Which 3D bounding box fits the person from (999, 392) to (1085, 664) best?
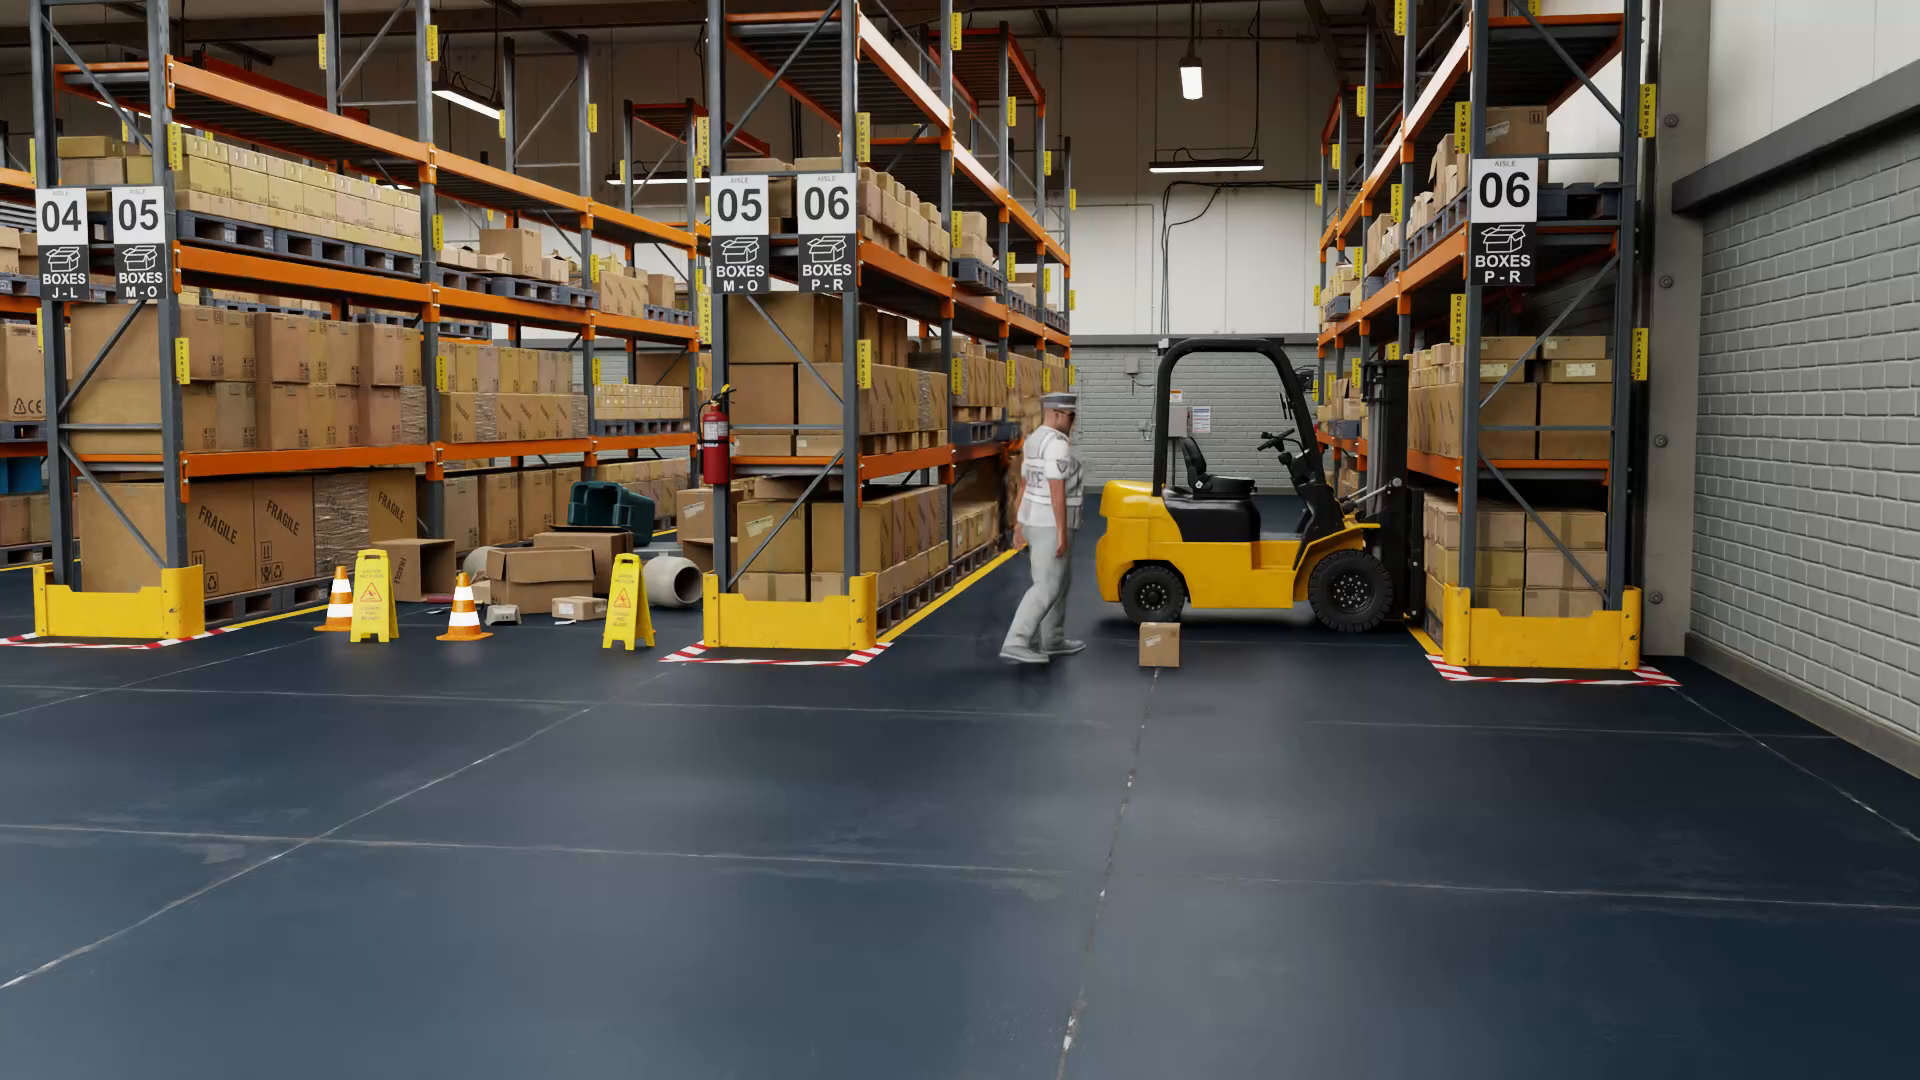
[{"bbox_3d":[0.555,-0.084,10.603,0.718,1.715,0.683,-1,5,-16],"label":"person"}]
